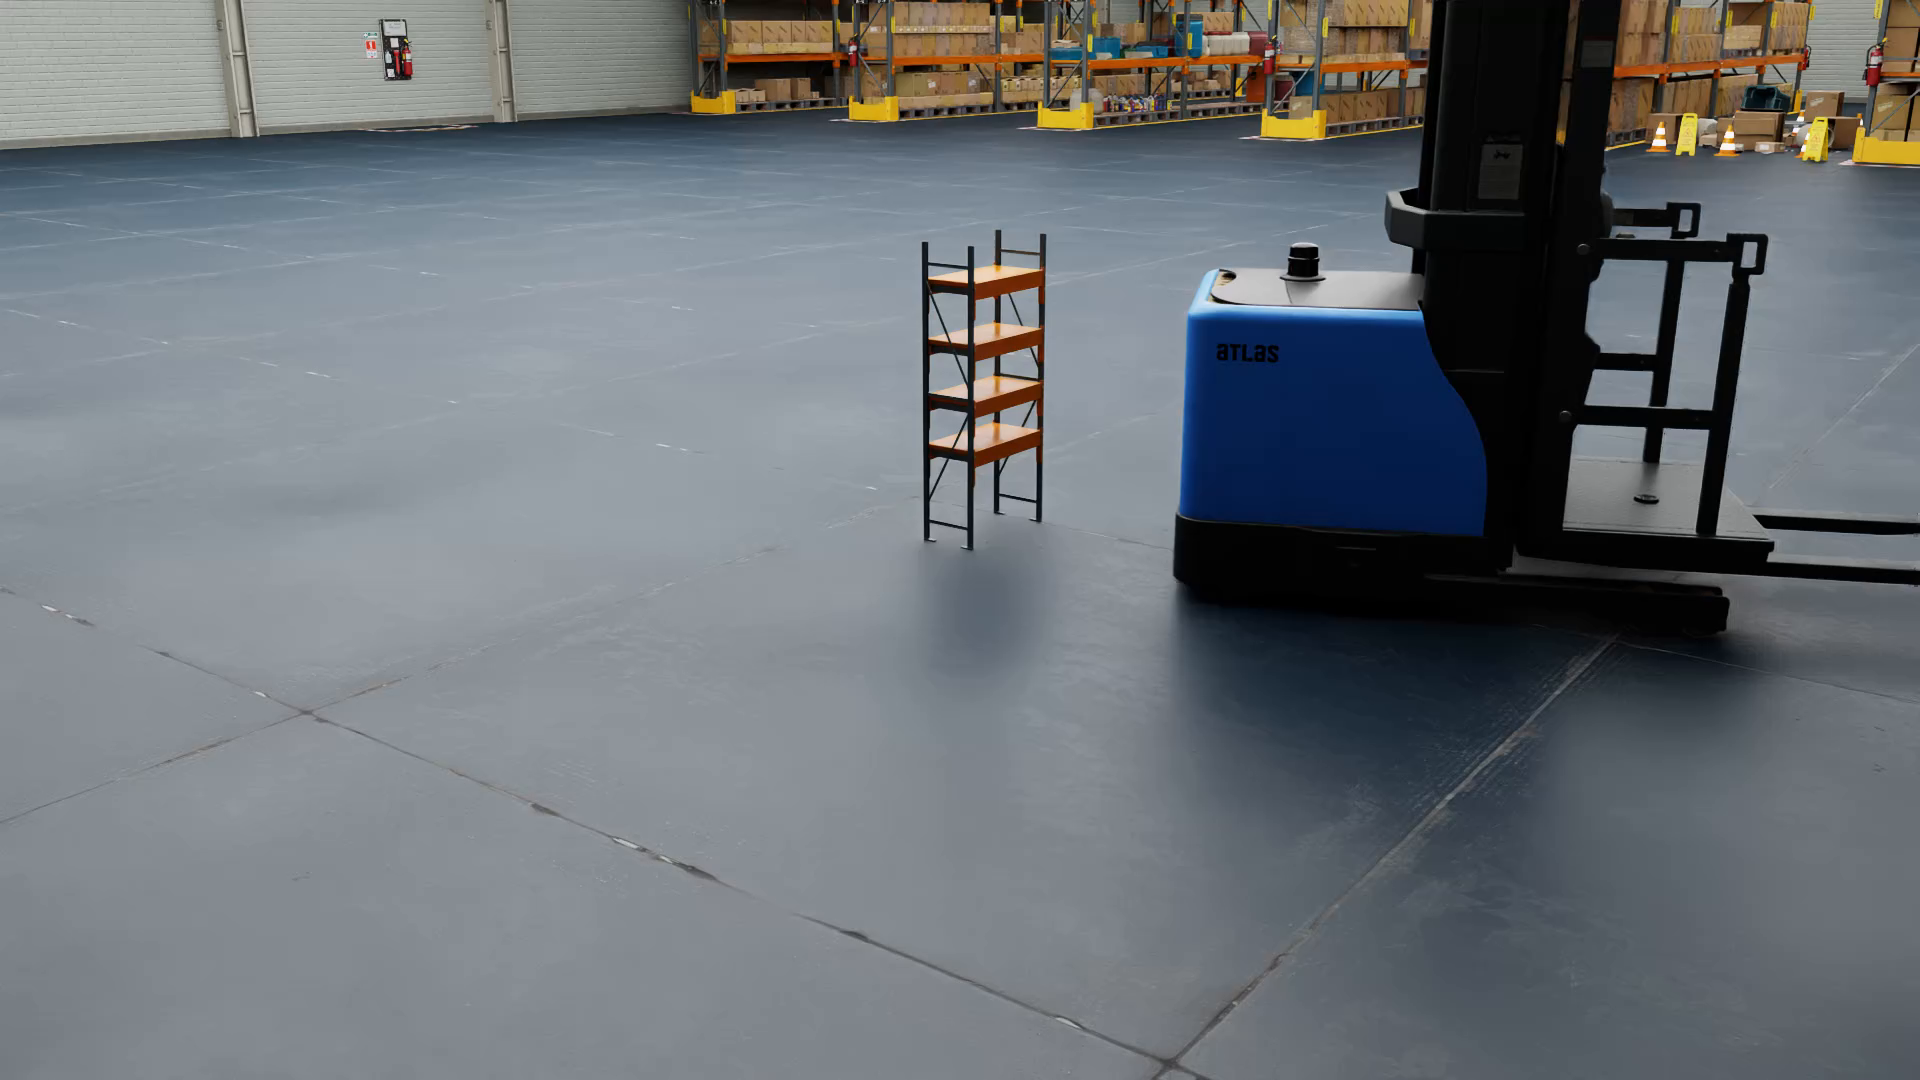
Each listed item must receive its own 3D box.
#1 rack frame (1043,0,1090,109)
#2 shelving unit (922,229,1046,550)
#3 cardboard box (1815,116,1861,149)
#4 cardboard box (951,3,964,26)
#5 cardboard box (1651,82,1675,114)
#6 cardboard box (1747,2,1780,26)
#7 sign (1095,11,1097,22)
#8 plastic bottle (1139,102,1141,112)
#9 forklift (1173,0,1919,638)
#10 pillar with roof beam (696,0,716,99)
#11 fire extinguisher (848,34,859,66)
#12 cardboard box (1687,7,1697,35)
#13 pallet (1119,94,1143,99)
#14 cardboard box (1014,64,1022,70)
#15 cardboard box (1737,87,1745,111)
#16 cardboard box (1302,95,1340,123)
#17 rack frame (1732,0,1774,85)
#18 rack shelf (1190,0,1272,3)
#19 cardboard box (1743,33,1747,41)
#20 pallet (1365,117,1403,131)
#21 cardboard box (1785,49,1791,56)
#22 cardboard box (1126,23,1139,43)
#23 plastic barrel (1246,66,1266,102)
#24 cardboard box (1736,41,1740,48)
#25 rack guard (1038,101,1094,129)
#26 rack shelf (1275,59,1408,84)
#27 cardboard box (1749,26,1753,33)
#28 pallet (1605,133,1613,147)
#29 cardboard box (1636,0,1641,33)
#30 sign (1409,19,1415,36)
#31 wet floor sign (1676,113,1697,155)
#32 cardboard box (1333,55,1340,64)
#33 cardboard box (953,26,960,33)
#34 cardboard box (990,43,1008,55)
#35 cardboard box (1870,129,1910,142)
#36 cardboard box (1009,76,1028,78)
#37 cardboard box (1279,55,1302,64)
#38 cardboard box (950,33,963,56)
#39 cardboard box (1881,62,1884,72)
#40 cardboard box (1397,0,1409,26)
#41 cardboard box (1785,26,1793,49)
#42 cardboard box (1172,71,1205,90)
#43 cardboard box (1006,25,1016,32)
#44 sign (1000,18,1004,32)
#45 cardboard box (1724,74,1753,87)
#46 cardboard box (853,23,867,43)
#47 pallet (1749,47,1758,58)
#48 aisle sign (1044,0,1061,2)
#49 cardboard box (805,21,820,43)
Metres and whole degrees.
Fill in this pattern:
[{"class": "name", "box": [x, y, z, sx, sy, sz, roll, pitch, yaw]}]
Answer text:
[{"class": "rack frame", "box": [2.112, -9.718, 32.980, 1.000, 3.000, 0.127, 12, 21, 35]}, {"class": "shelving unit", "box": [0.099, -0.612, 6.693, 0.258, 1.200, 0.503, 12, 21, 35]}, {"class": "cardboard box", "box": [14.701, -6.837, 27.914, 0.500, 0.500, 0.500, -4, 18, -13]}, {"class": "cardboard box", "box": [-0.339, -11.868, 37.547, 0.700, 0.500, 0.500, 12, 21, 35]}, {"class": "cardboard box", "box": [12.694, -8.185, 31.129, 1.050, 0.750, 0.750, 12, 21, 34]}, {"class": "cardboard box", "box": [17.627, -11.532, 36.466, 0.500, 0.500, 0.500, 13, 22, 36]}, {"class": "sign", "box": [4.116, -15.847, 50.363, 0.100, 0.325, 0.005, 12, 21, 35]}, {"class": "plastic bottle", "box": [3.765, -9.098, 34.959, 0.097, 0.201, 0.097, 0, 17, 0]}, {"class": "forklift", "box": [2.351, -1.237, 5.784, 3.031, 2.935, 1.130, 3, 18, 11]}, {"class": "pillar with roof beam", "box": [-2.665, -13.893, 36.308, 9.100, 9.000, 0.400, 12, 21, 35]}, {"class": "fire extinguisher", "box": [-2.307, -10.611, 35.987, 0.296, 0.674, 0.183, 12, 21, 35]}, {"class": "cardboard box", "box": [13.596, -9.903, 31.721, 0.700, 0.500, 0.500, 12, 21, 34]}, {"class": "pallet", "box": [4.105, -11.629, 43.834, 1.003, 0.211, 1.213, 12, 21, 35]}, {"class": "cardboard box", "box": [1.588, -13.804, 48.551, 0.380, 0.149, 0.250, 12, 21, 34]}, {"class": "cardboard box", "box": [16.309, -9.343, 35.279, 0.500, 0.500, 0.500, 12, 21, 34]}, {"class": "cardboard box", "box": [6.804, -8.144, 31.418, 0.500, 0.500, 0.500, -13, 22, -36]}, {"class": "rack frame", "box": [17.163, -10.801, 36.466, 1.000, 3.000, 0.127, 12, 21, 35]}, {"class": "rack shelf", "box": [5.687, -12.236, 37.244, 1.077, 0.370, 4.000, 12, 21, 35]}, {"class": "cardboard box", "box": [16.302, -10.579, 34.966, 0.380, 0.149, 0.250, 13, 21, 35]}, {"class": "pallet", "box": [8.101, -8.298, 33.108, 1.003, 0.211, 1.213, 12, 21, 35]}, {"class": "cardboard box", "box": [18.949, -11.268, 38.396, 0.380, 0.149, 0.250, 11, 21, 32]}, {"class": "cardboard box", "box": [4.283, -13.269, 43.538, 0.700, 0.500, 0.500, 7, 19, 21]}, {"class": "plastic barrel", "box": [7.156, -10.907, 39.761, 0.600, 0.830, 0.708, 12, 21, 35]}, {"class": "cardboard box", "box": [15.997, -10.316, 34.619, 0.380, 0.149, 0.250, 13, 21, 35]}, {"class": "rack guard", "box": [2.119, -8.551, 33.436, 1.175, 0.500, 0.348, 12, 21, 35]}, {"class": "rack shelf", "box": [7.281, -8.976, 31.803, 1.077, 0.370, 4.000, 12, 21, 35]}, {"class": "cardboard box", "box": [16.609, -10.847, 35.329, 0.380, 0.149, 0.250, 12, 21, 35]}, {"class": "pallet", "box": [10.427, -6.815, 28.334, 1.003, 0.211, 1.213, 12, 21, 35]}, {"class": "cardboard box", "box": [11.173, -9.017, 28.649, 0.875, 0.550, 0.500, 12, 21, 35]}, {"class": "sign", "box": [8.913, -10.115, 32.799, 0.100, 0.325, 0.005, 12, 21, 35]}, {"class": "wet floor sign", "box": [11.586, -6.461, 26.462, 0.267, 0.644, 0.232, 8, 19, 25]}, {"class": "cardboard box", "box": [6.776, -8.862, 30.646, 0.380, 0.149, 0.250, 12, 21, 35]}, {"class": "cardboard box", "box": [-0.228, -11.500, 37.455, 0.380, 0.149, 0.250, 13, 22, 36]}, {"class": "cardboard box", "box": [0.778, -11.600, 39.295, 0.500, 0.250, 0.500, 14, 22, 38]}, {"class": "cardboard box", "box": [14.328, -6.225, 25.660, 0.500, 0.250, 0.500, 12, 21, 34]}, {"class": "cardboard box", "box": [1.437, -11.212, 40.773, 0.500, 0.311, 0.500, 12, 21, 34]}, {"class": "cardboard box", "box": [6.094, -8.827, 30.535, 0.380, 0.149, 0.250, 12, 21, 35]}, {"class": "cardboard box", "box": [-0.351, -11.243, 37.720, 0.700, 0.500, 0.500, 13, 21, 35]}, {"class": "cardboard box", "box": [14.161, -7.179, 25.226, 0.380, 0.149, 0.250, 12, 21, 34]}, {"class": "cardboard box", "box": [8.426, -10.307, 32.521, 0.500, 0.500, 0.500, 12, 21, 35]}, {"class": "cardboard box", "box": [18.574, -11.429, 37.821, 0.500, 0.500, 0.500, 14, 22, 37]}, {"class": "cardboard box", "box": [6.401, -12.919, 46.755, 0.797, 0.503, 0.637, 12, 21, 35]}, {"class": "cardboard box", "box": [1.233, -14.372, 47.262, 0.500, 0.500, 0.500, 12, 21, 34]}, {"class": "sign", "box": [0.966, -11.901, 38.415, 0.100, 0.325, 0.005, 12, 21, 35]}, {"class": "cardboard box", "box": [16.605, -9.823, 35.561, 0.500, 0.250, 0.500, 14, 22, 37]}, {"class": "cardboard box", "box": [-2.792, -12.926, 42.401, 0.700, 0.500, 0.500, 15, 23, 40]}, {"class": "pallet", "box": [16.591, -10.553, 35.991, 1.003, 0.211, 1.213, 12, 21, 35]}, {"class": "aisle sign", "box": [1.831, -10.995, 32.709, 0.394, 0.787, 0.004, 12, 21, 35]}, {"class": "cardboard box", "box": [-3.787, -12.431, 40.669, 0.500, 0.500, 0.500, 12, 21, 34]}]
